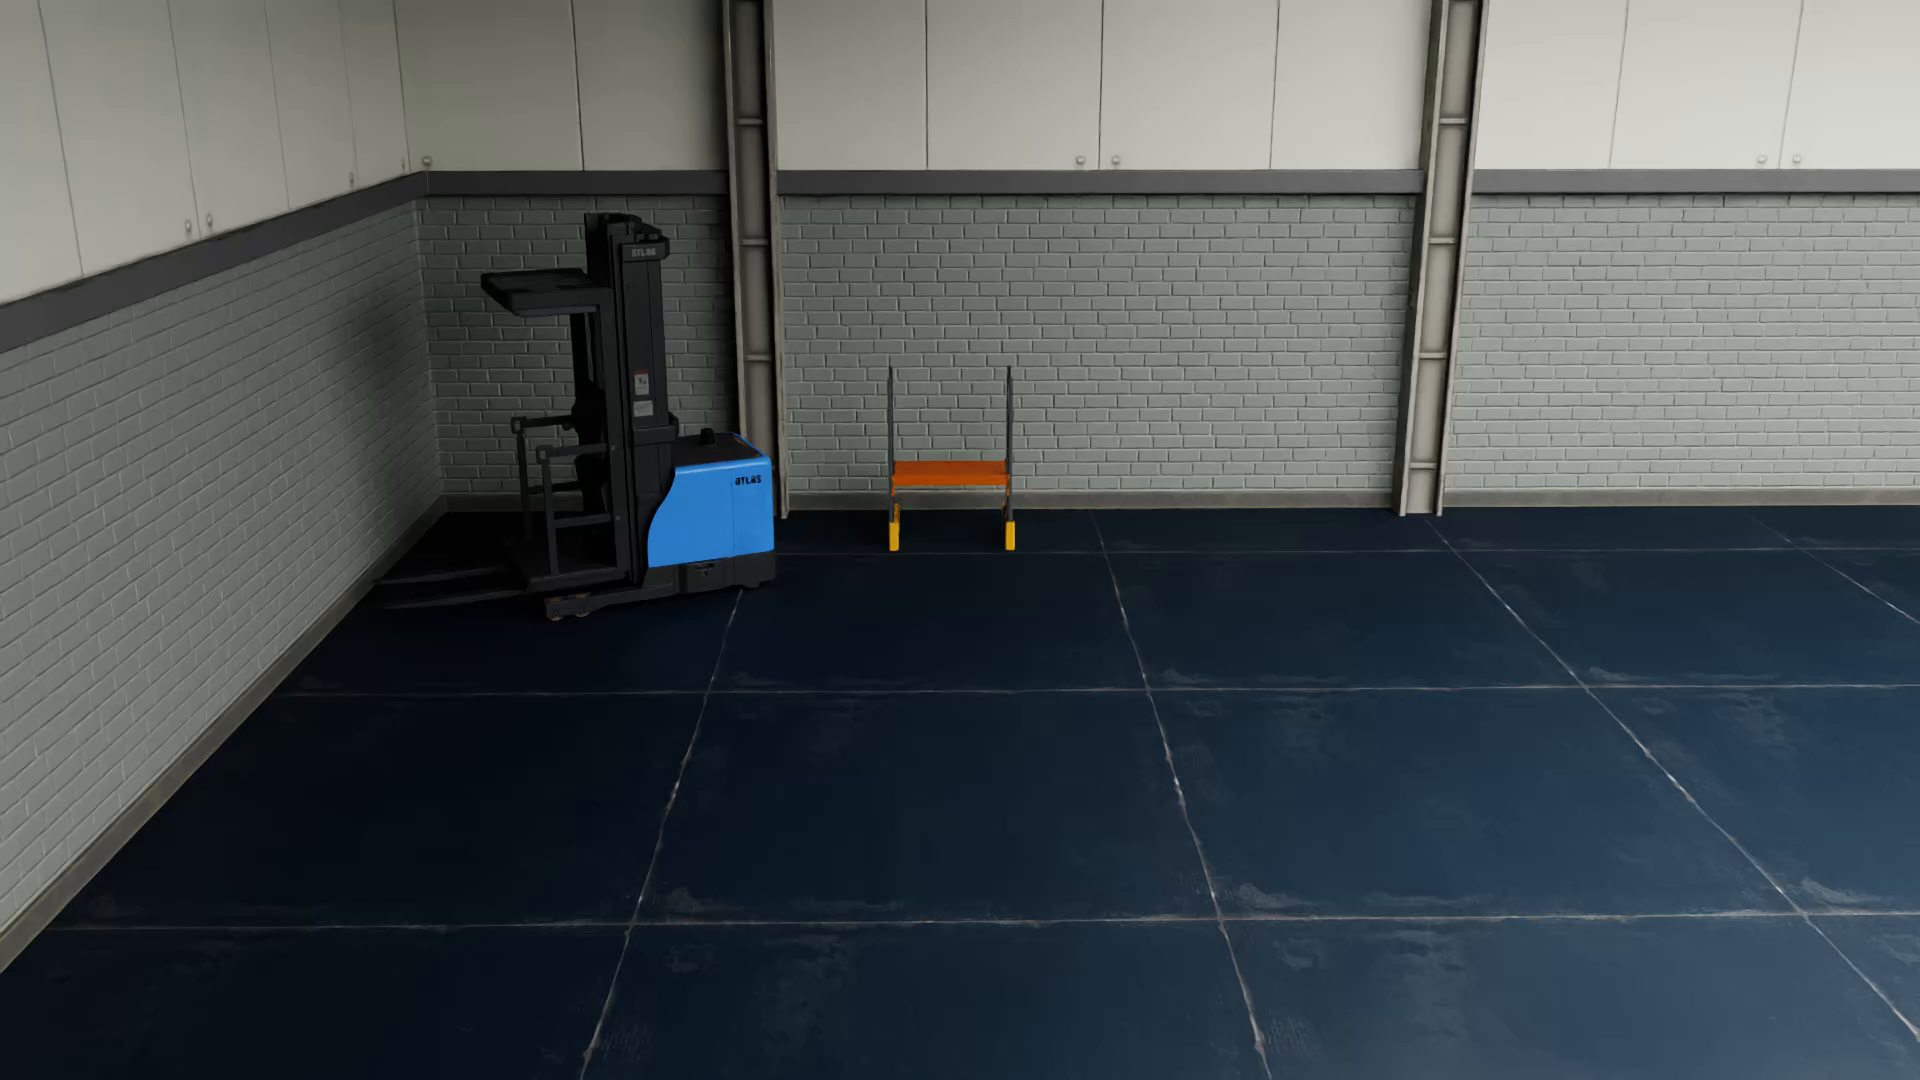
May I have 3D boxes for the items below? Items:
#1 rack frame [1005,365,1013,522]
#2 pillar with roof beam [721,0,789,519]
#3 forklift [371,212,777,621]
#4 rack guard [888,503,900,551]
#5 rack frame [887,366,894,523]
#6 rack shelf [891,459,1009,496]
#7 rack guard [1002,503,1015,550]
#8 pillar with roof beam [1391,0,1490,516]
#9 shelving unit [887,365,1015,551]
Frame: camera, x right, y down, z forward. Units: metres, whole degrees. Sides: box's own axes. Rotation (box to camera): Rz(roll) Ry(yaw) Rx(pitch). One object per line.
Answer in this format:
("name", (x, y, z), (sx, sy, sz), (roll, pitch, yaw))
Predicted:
("rack frame", (0.423, -0.716, 14.325), (0.032, 1.500, 0.500), (0, 18, -1))
("pillar with roof beam", (-1.712, -3.210, 9.822), (0.400, 9.000, 9.100), (0, 18, -1))
("forklift", (-3.034, -0.967, 12.763), (3.031, 2.935, 1.130), (-8, 19, -24))
("rack guard", (-0.574, -0.116, 14.501), (0.087, 0.250, 0.587), (0, 18, -1))
("rack frame", (-0.594, -0.711, 14.310), (0.032, 1.500, 0.500), (0, 18, -1))
("rack shelf", (-0.085, -0.542, 14.372), (1.000, 0.185, 0.538), (0, 18, -1))
("rack guard", (0.422, -0.121, 14.516), (0.087, 0.250, 0.587), (0, 18, -1))
("pillar with roof beam", (4.287, -3.239, 9.913), (0.400, 9.000, 9.100), (0, 18, -1))
("shelving unit", (-0.076, -0.714, 14.317), (1.083, 1.500, 0.587), (0, 18, -1))
